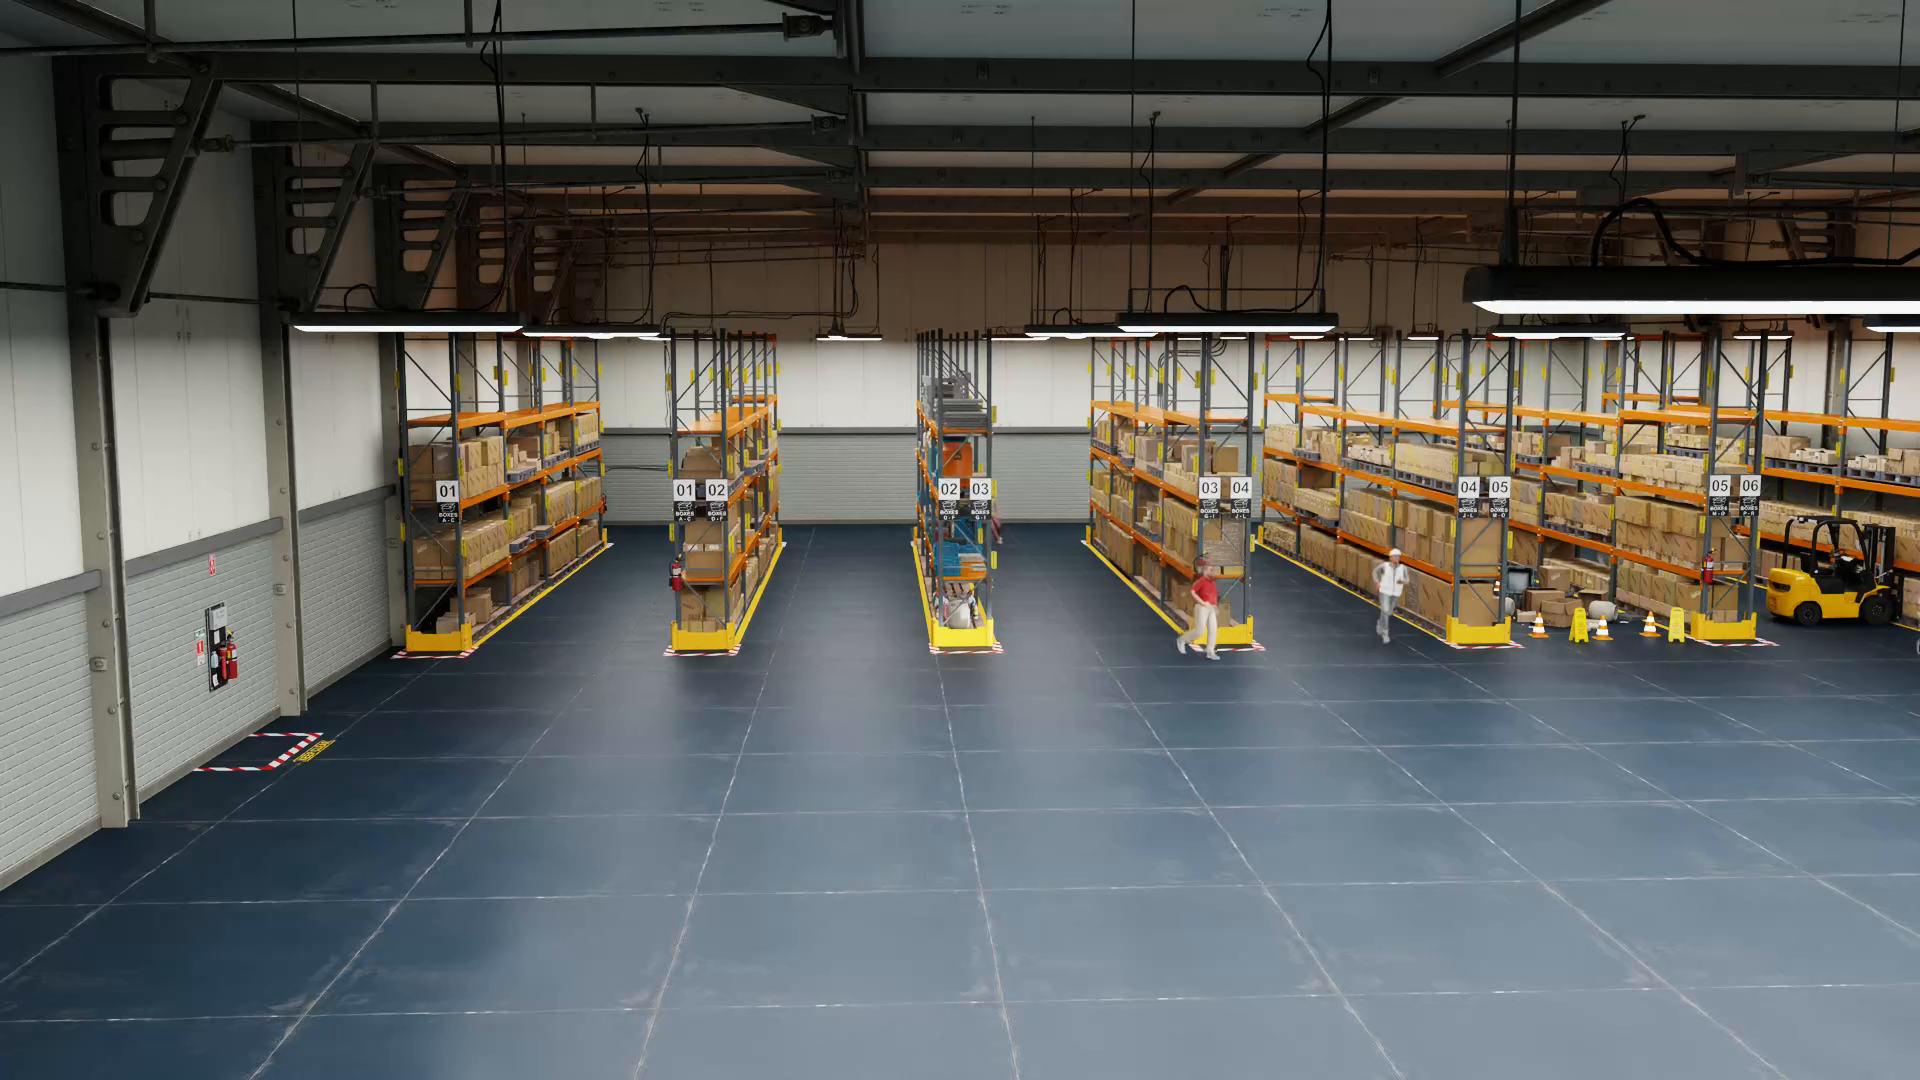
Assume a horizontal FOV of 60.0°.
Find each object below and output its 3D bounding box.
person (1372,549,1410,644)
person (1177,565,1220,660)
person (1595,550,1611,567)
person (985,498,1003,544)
[{"bbox_3d":[8.356,1.048,32.210,0.669,1.781,0.994,-1,7,-5],"label":"person"},{"bbox_3d":[4.506,1.300,30.461,0.917,1.682,0.724,7,9,44],"label":"person"},{"bbox_3d":[16.143,0.034,41.384,0.532,1.685,0.768,0,7,-4],"label":"person"},{"bbox_3d":[0.940,-0.686,47.711,0.828,1.584,0.568,-4,8,-30],"label":"person"}]
